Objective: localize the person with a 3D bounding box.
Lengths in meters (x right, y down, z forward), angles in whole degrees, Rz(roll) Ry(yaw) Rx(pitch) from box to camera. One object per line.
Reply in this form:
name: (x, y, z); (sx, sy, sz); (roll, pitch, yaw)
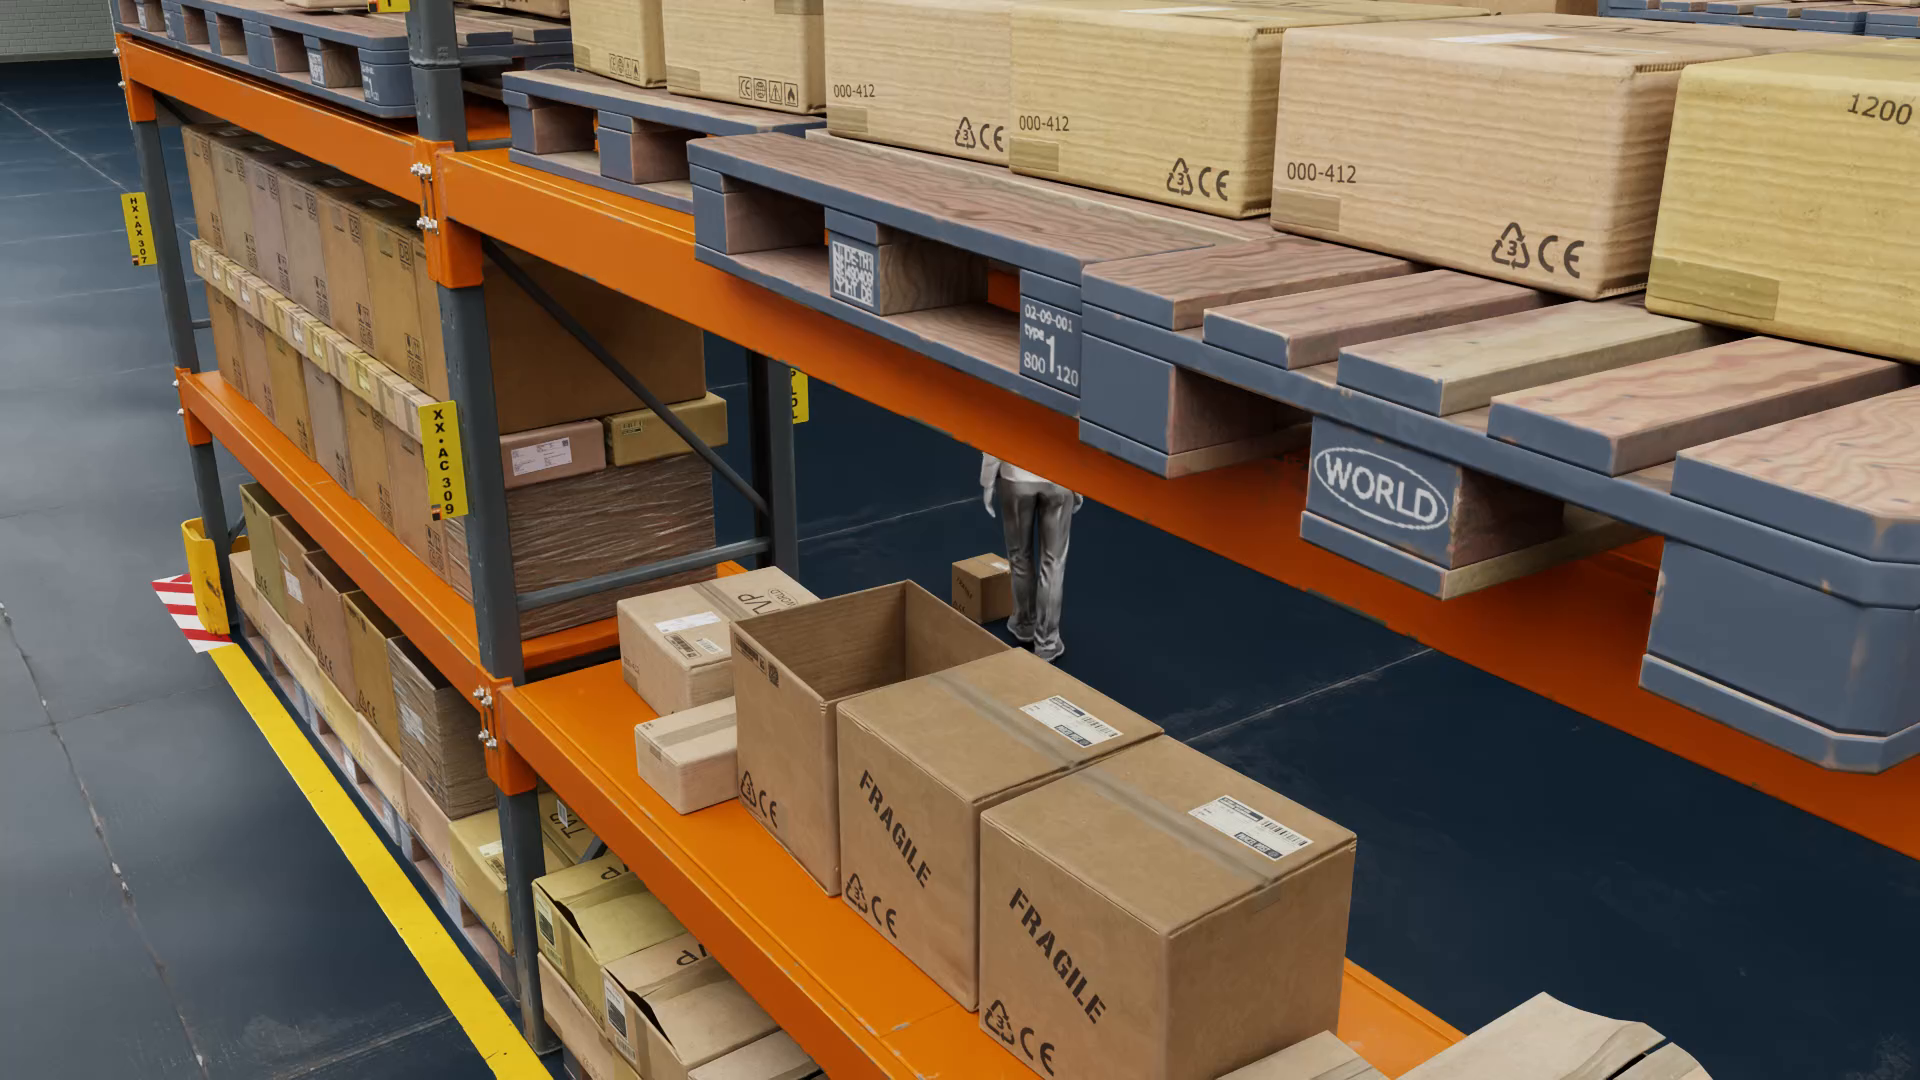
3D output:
person: (0.341, -0.270, 7.737); (0.500, 1.669, 0.560); (0, 22, 0)
